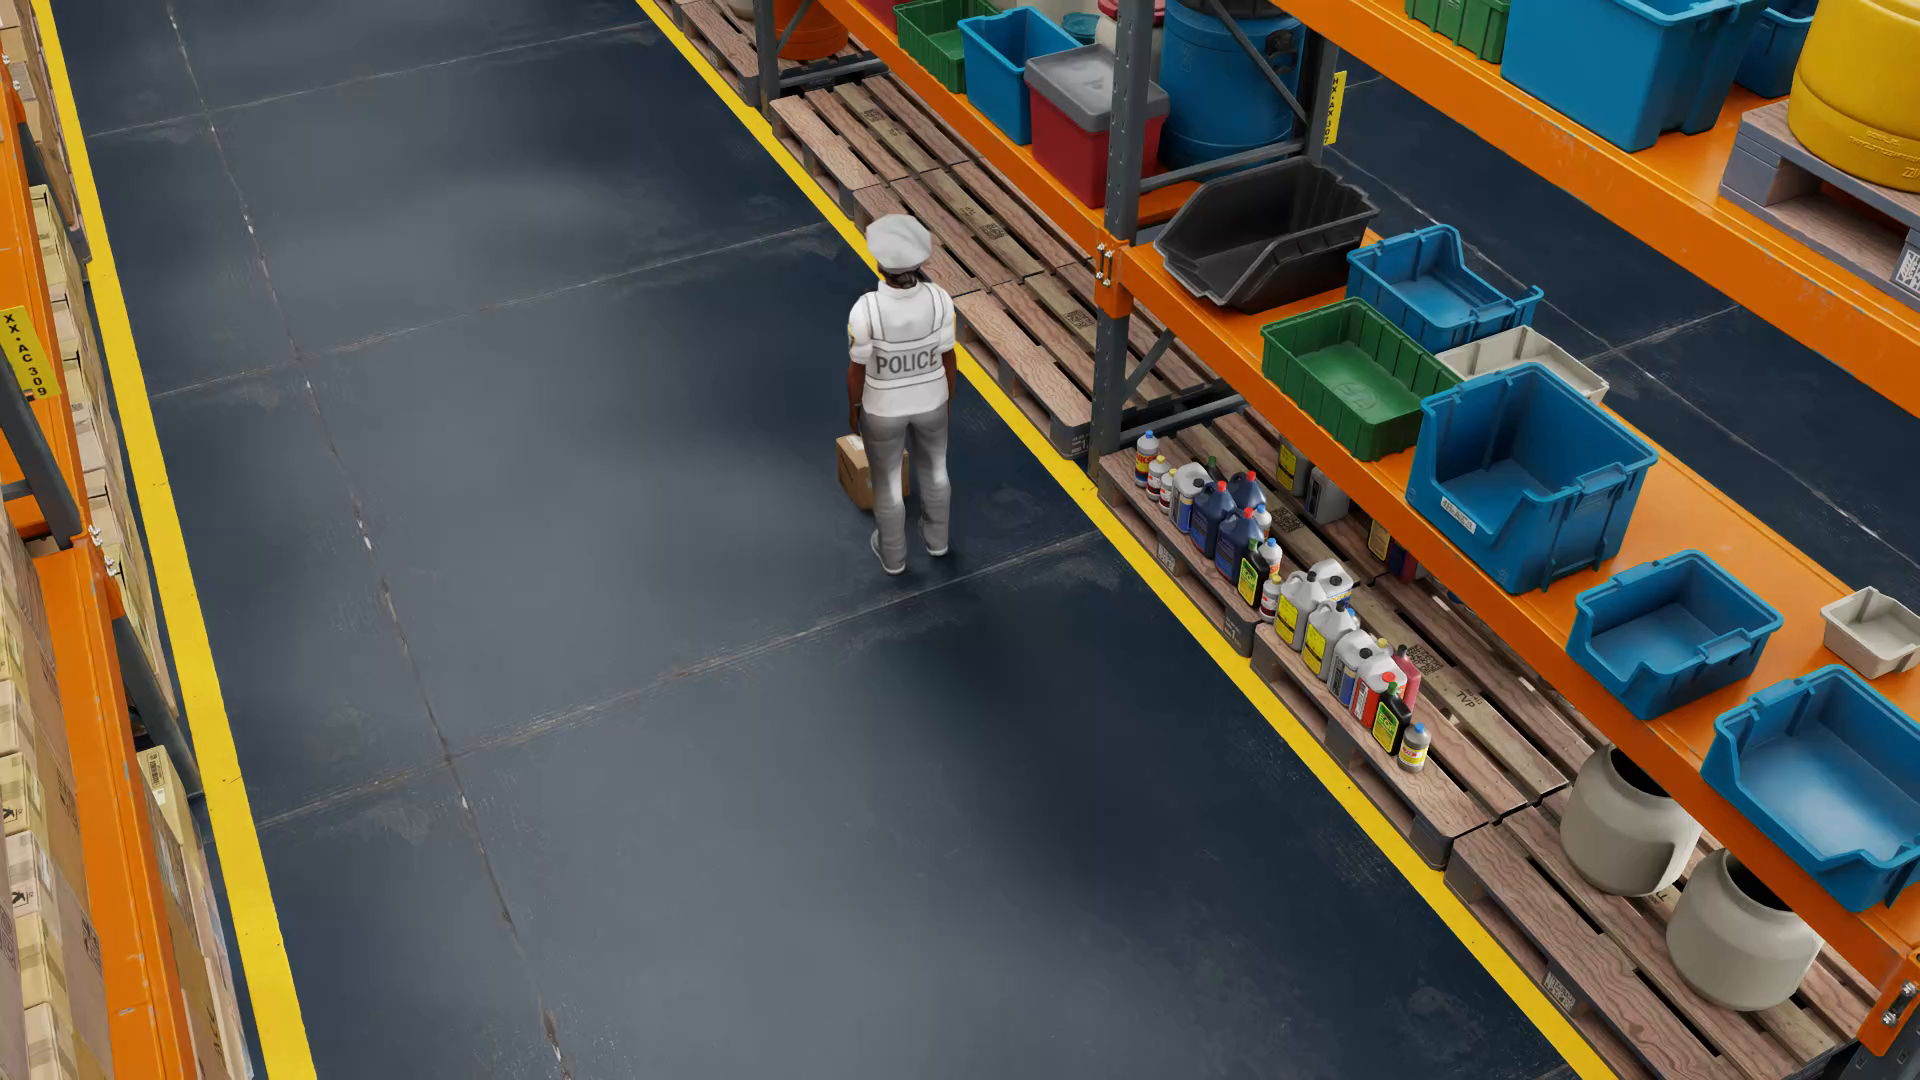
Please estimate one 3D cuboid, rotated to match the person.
[{"bbox_3d":[-0.250,-0.572,6.795,0.447,1.708,0.396,-12,43,-14],"label":"person"}]
